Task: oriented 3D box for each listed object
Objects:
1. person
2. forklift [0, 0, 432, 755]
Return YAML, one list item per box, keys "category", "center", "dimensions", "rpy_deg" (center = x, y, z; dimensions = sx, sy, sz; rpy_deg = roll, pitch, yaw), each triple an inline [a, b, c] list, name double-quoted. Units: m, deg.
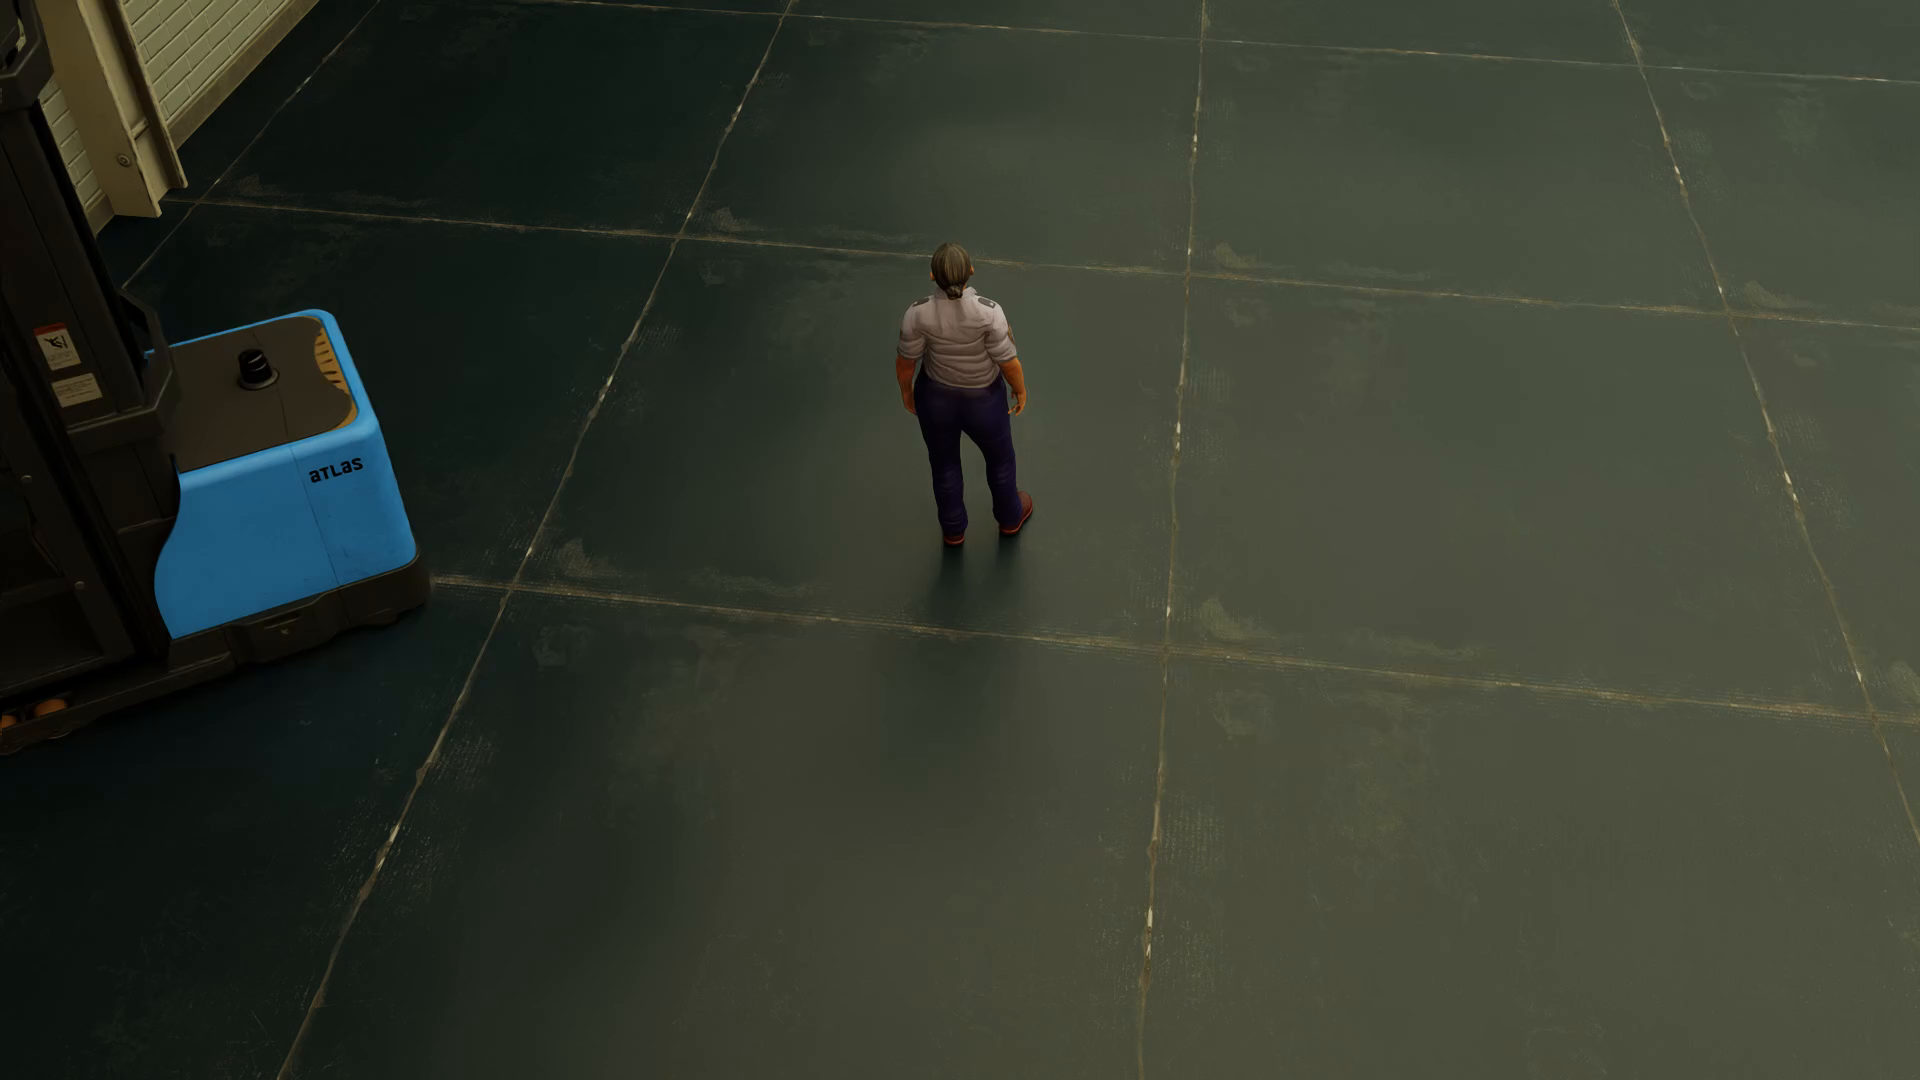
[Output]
- category: "person"
  center: [0.035, -0.670, 7.392]
  dimensions: [0.598, 1.651, 0.502]
  rpy_deg: [5, 43, 6]
- category: "forklift"
  center: [-3.942, -0.598, 6.375]
  dimensions: [3.031, 2.935, 1.130]
  rpy_deg: [-19, 46, -20]
